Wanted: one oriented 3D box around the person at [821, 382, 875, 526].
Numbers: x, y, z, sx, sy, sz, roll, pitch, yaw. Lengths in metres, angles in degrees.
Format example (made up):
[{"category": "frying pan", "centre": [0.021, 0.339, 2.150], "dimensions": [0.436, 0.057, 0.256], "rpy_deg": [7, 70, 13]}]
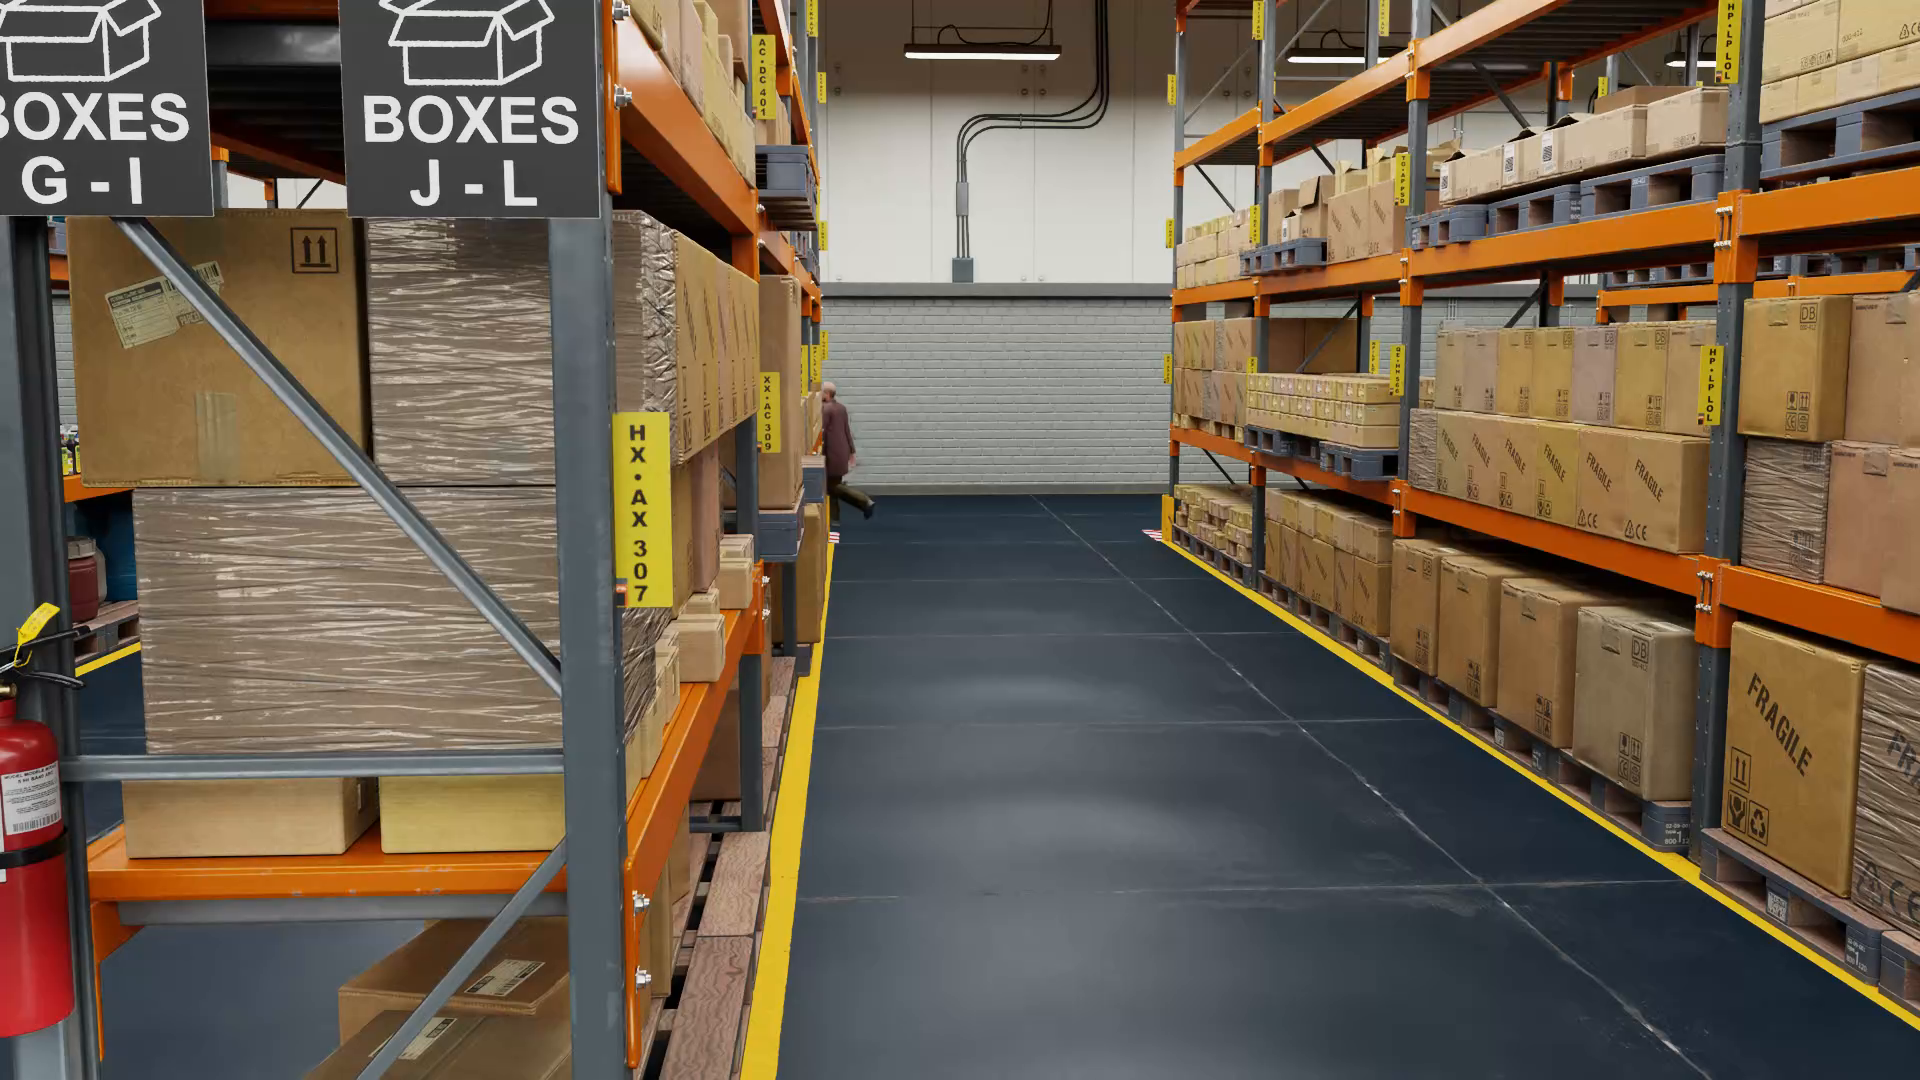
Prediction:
[{"category": "person", "centre": [-1.442, -1.018, 19.935], "dimensions": [0.877, 1.747, 0.613], "rpy_deg": [3, 7, 24]}]
